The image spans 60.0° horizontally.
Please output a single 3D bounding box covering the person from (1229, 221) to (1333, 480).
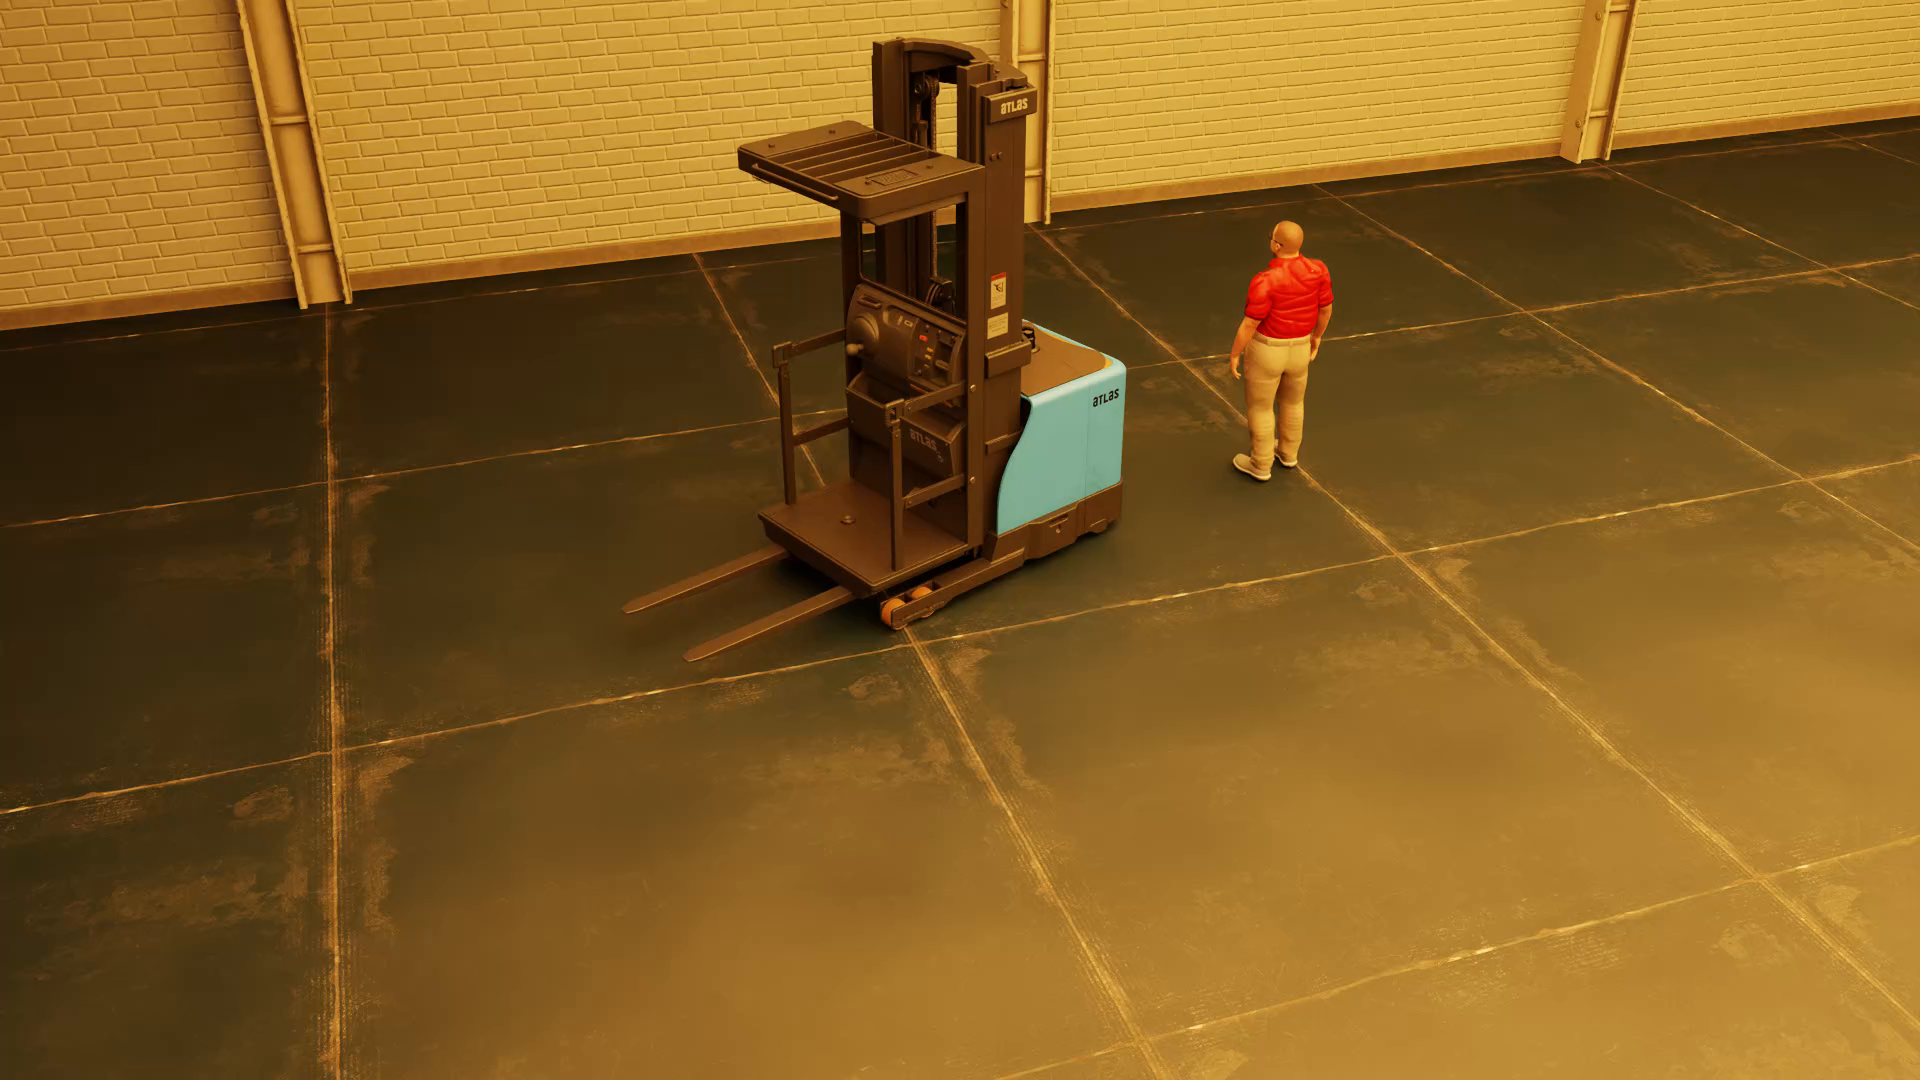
[{"bbox_3d":[1.942,-1.202,10.367,0.641,1.727,0.551,-10,31,-17],"label":"person"}]

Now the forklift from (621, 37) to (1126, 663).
[{"bbox_3d":[-0.461,-1.072,8.951,3.031,2.935,1.130,-23,37,-34],"label":"forklift"}]
